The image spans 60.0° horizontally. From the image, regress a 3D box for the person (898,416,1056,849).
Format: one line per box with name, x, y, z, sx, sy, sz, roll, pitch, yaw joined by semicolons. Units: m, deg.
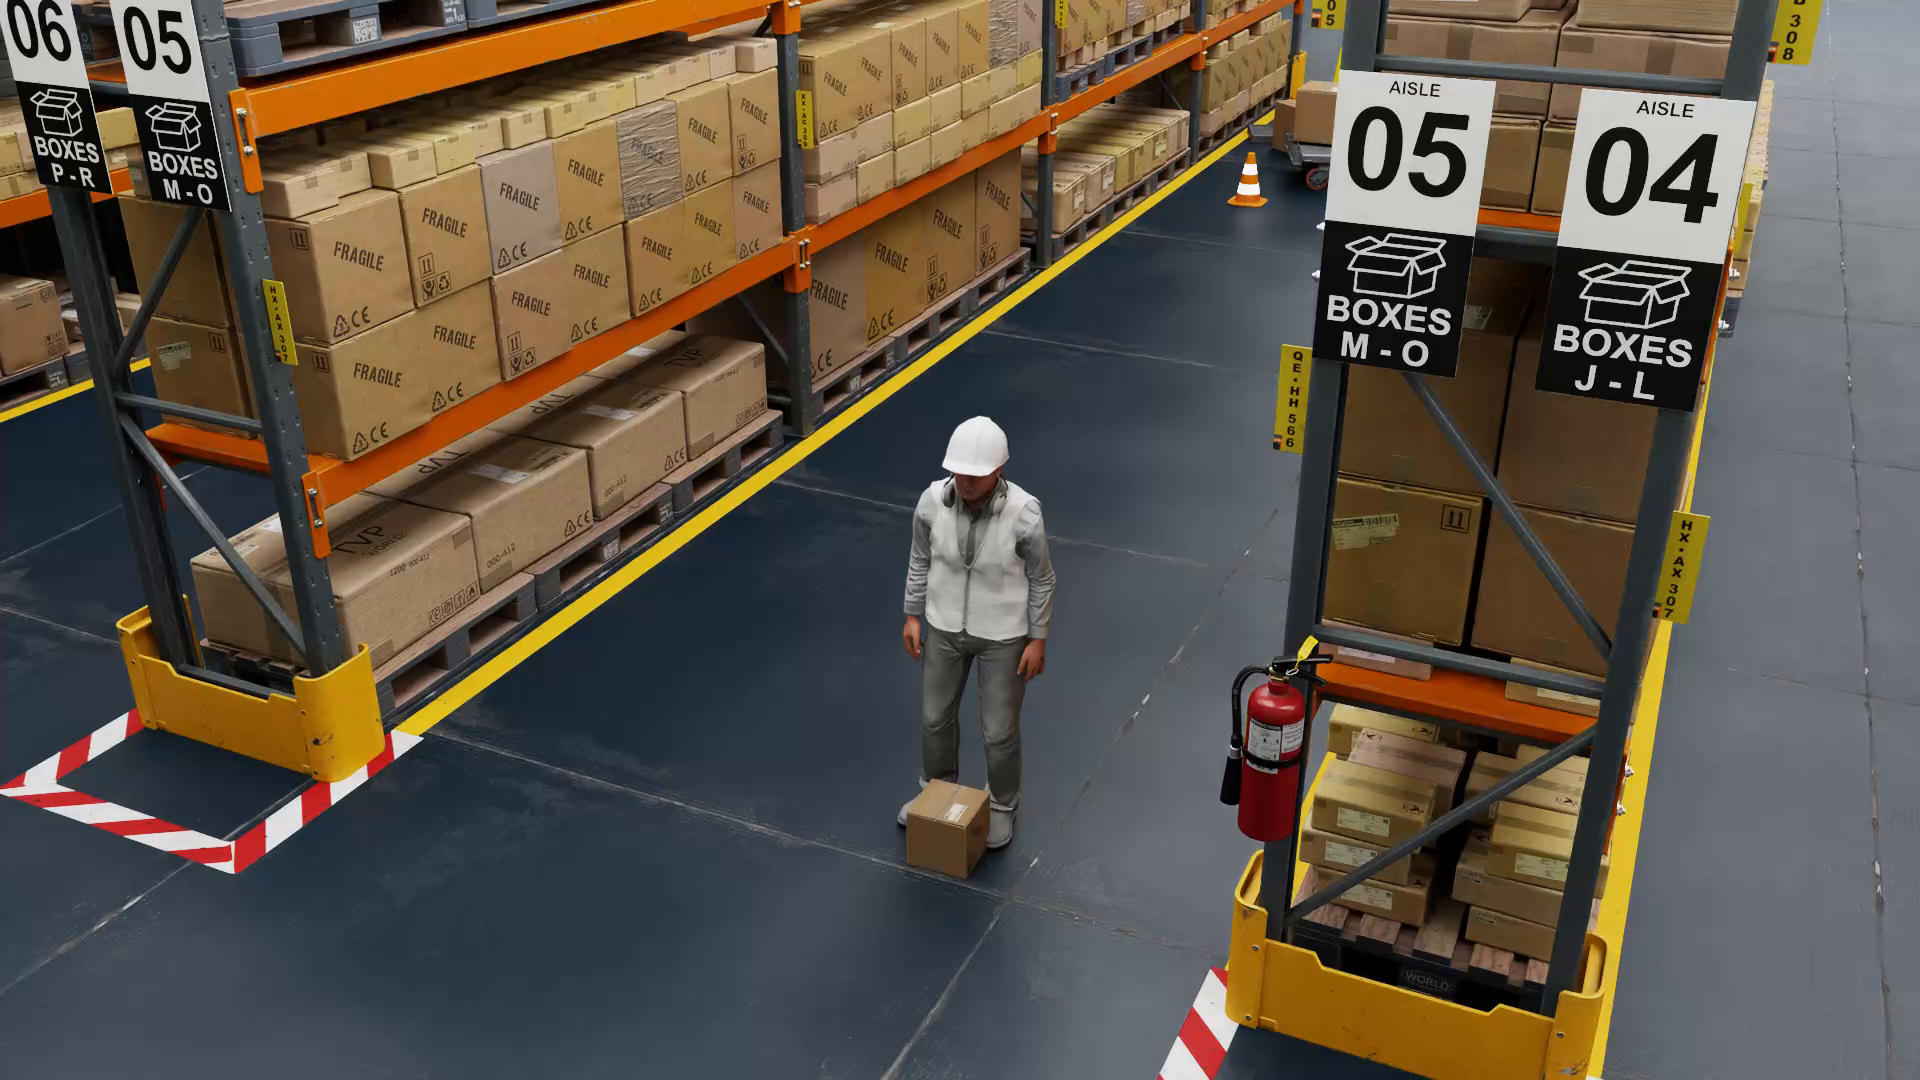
person;0.065;0.340;6.381;0.593;1.773;0.457;10;28;19
